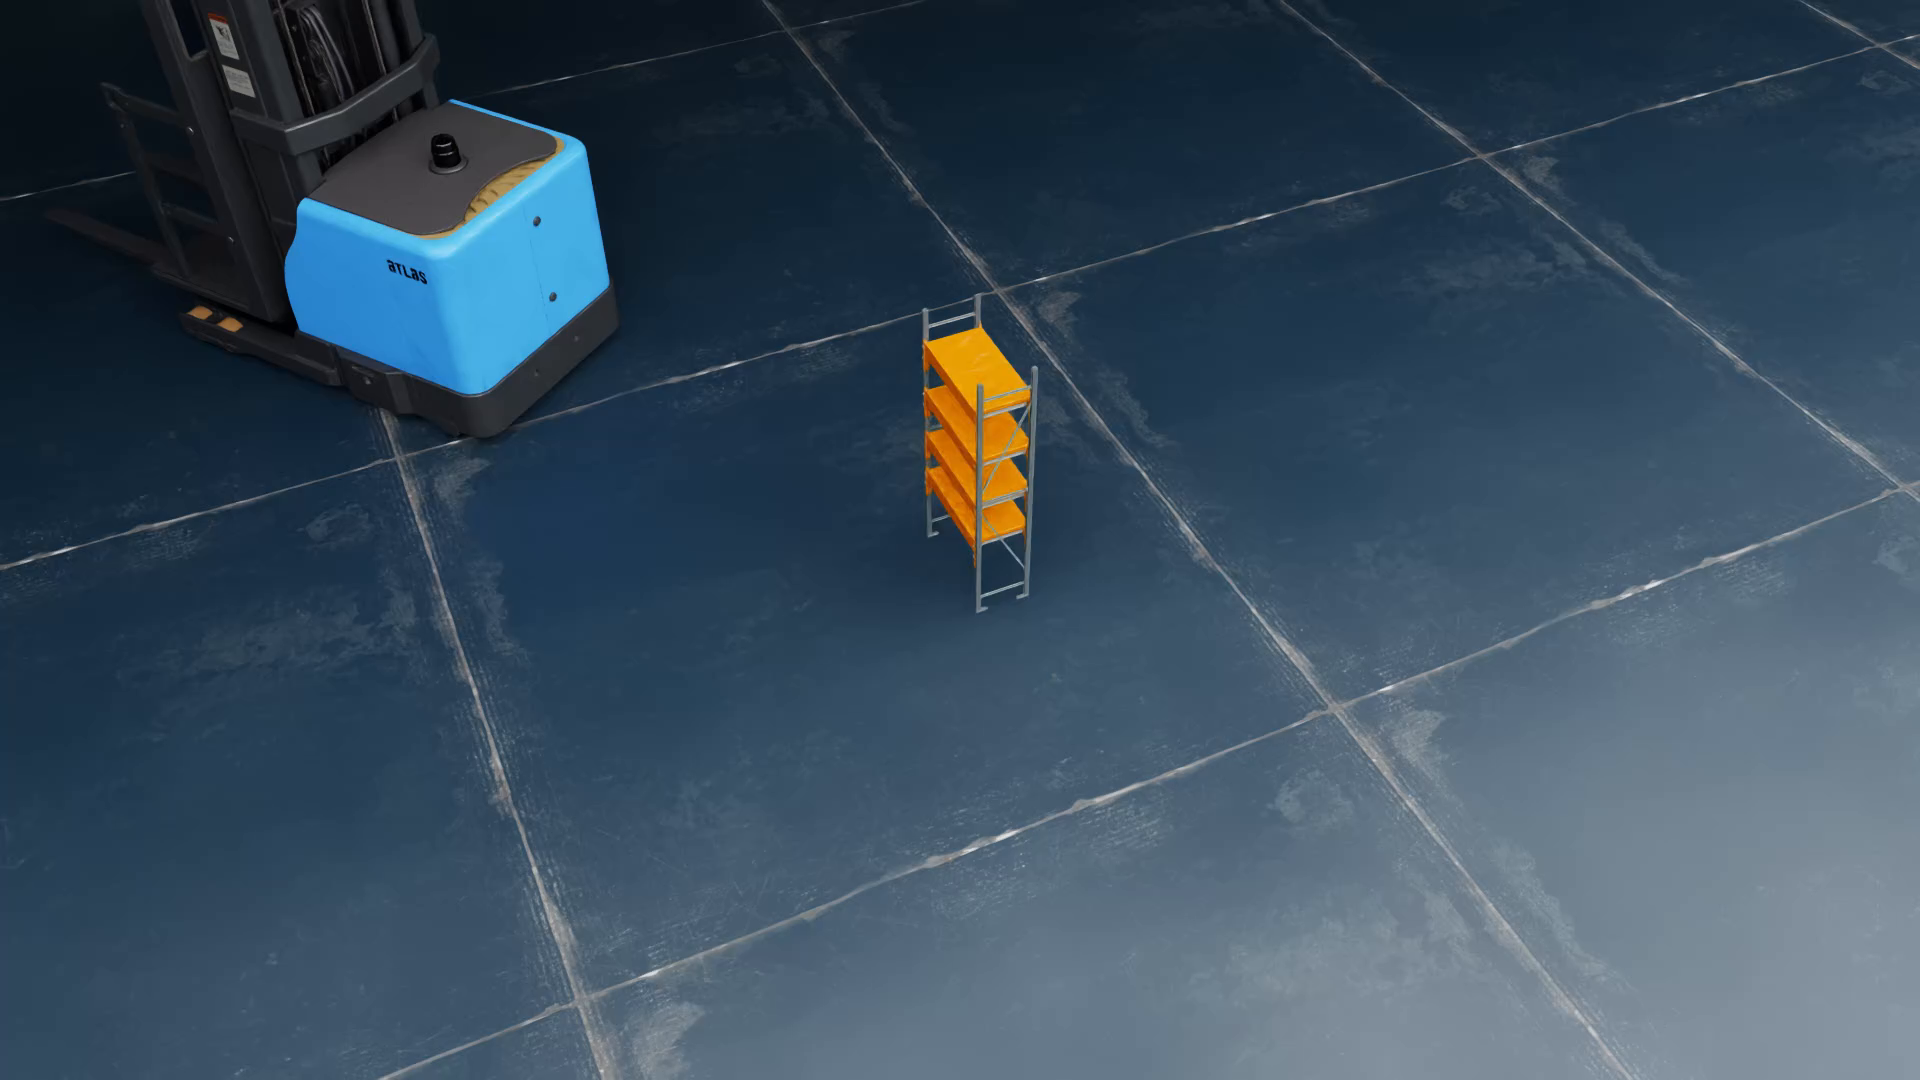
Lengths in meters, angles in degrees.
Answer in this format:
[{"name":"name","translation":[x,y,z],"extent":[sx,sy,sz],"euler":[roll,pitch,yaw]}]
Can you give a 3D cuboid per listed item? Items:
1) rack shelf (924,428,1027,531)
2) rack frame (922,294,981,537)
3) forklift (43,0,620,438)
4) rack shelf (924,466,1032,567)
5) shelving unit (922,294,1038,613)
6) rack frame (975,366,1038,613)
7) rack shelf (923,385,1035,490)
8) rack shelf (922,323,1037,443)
[{"name":"rack shelf","translation":[0.070,-0.274,6.638],"extent":[0.258,0.148,0.480],"euler":[-18,47,-17]},{"name":"rack frame","translation":[-0.033,-0.477,6.748],"extent":[0.240,1.200,0.015],"euler":[-18,47,-17]},{"name":"forklift","translation":[-3.195,-2.254,7.316],"extent":[3.031,2.935,1.130],"euler":[21,48,20]},{"name":"rack shelf","translation":[0.070,-0.132,6.777],"extent":[0.258,0.148,0.480],"euler":[-18,47,-17]},{"name":"shelving unit","translation":[0.070,-0.322,6.591],"extent":[0.258,1.200,0.503],"euler":[-18,47,-17]},{"name":"rack frame","translation":[0.172,-0.166,6.433],"extent":[0.240,1.200,0.015],"euler":[-18,47,-17]},{"name":"rack shelf","translation":[0.070,-0.433,6.481],"extent":[0.258,0.148,0.480],"euler":[-18,47,-17]},{"name":"rack shelf","translation":[0.070,-0.601,6.315],"extent":[0.258,0.148,0.480],"euler":[-18,47,-17]}]
